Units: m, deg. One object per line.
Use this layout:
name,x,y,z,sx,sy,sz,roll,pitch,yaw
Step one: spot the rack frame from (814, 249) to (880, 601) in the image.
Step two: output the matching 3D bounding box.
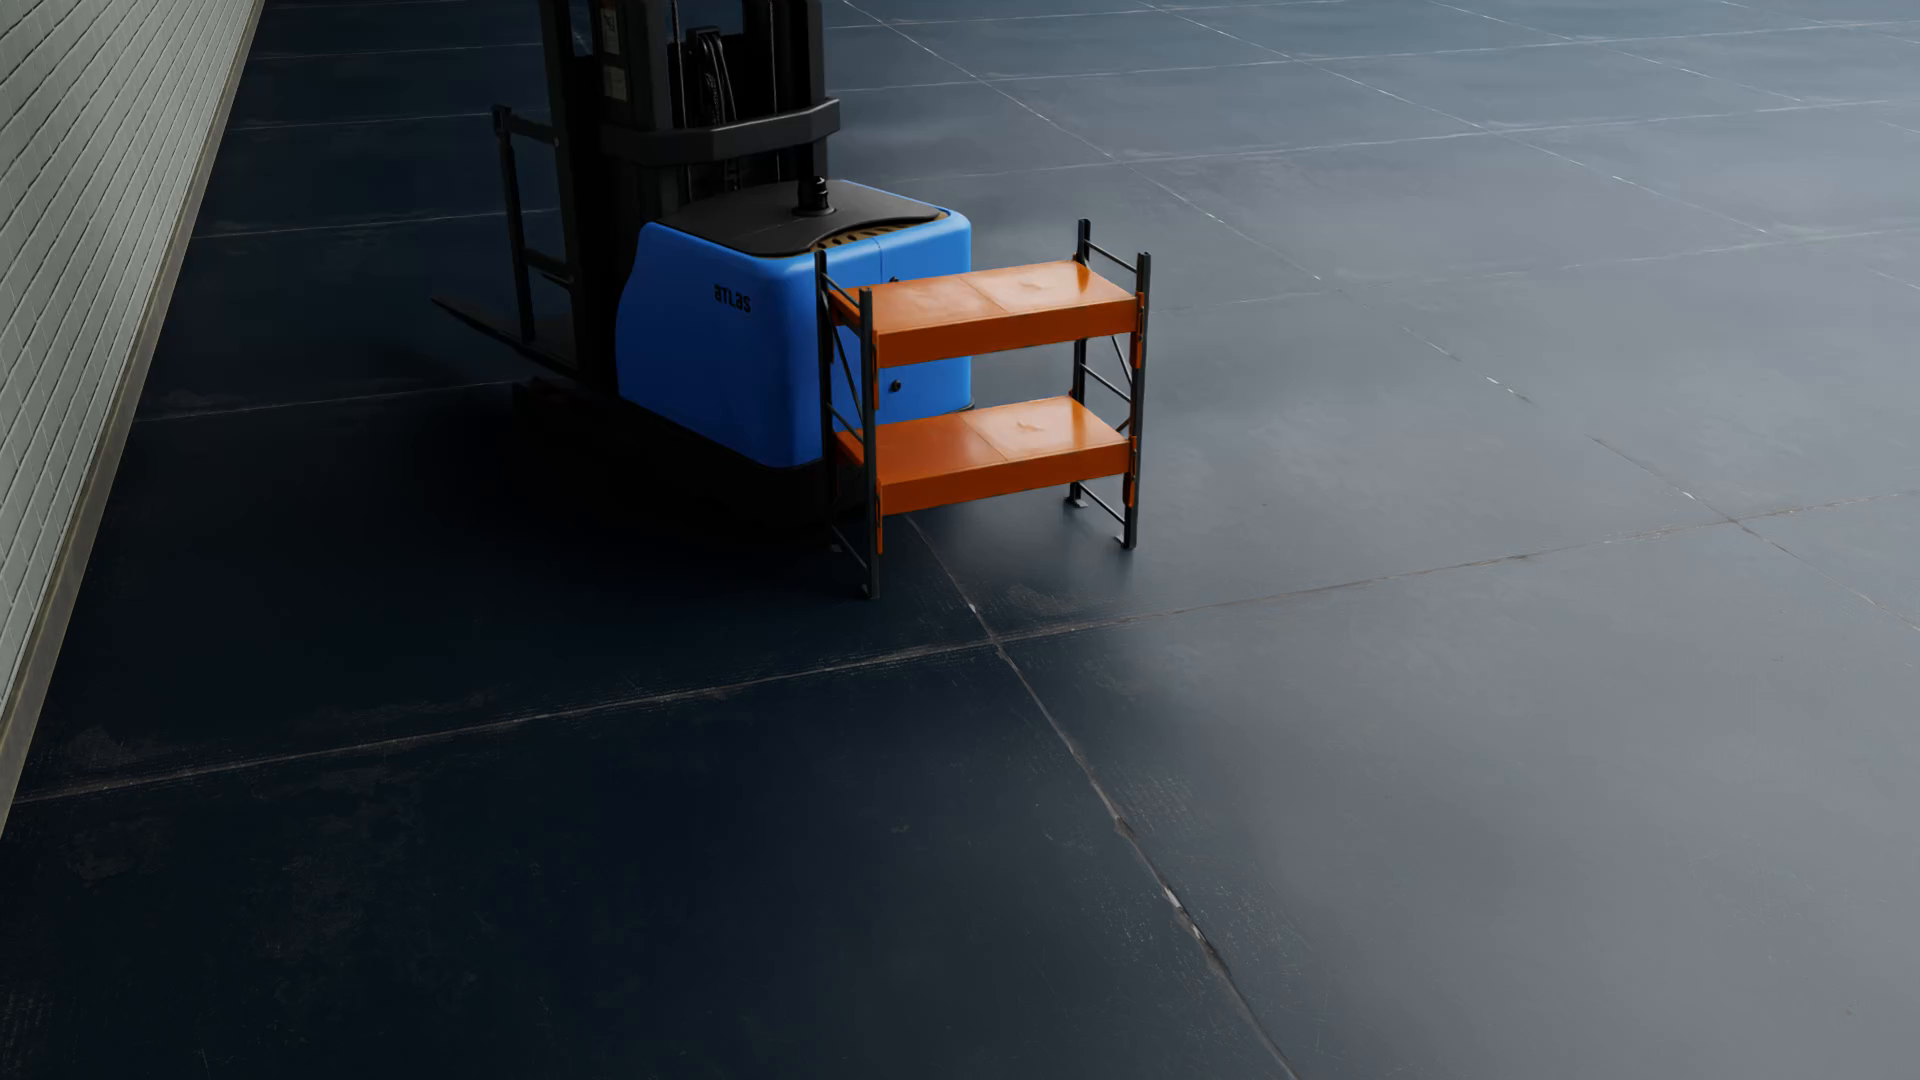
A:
rack frame,-0.392,-0.396,5.782,0.032,1.125,0.500,-11,28,-20

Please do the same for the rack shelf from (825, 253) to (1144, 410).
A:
rack shelf,0.076,-0.746,5.830,1.000,0.278,0.538,-11,28,-20

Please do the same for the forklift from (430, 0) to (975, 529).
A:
forklift,-1.317,-1.920,6.821,1.130,2.935,3.031,-23,34,-38

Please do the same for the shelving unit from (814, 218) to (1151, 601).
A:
shelving unit,0.076,-0.484,5.960,1.048,1.125,0.538,-11,28,-20

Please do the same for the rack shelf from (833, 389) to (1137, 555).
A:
rack shelf,0.076,-0.265,6.069,1.000,0.278,0.538,-11,28,-20

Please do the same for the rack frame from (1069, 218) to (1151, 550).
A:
rack frame,0.544,-0.572,6.138,0.032,1.125,0.500,-11,28,-20
